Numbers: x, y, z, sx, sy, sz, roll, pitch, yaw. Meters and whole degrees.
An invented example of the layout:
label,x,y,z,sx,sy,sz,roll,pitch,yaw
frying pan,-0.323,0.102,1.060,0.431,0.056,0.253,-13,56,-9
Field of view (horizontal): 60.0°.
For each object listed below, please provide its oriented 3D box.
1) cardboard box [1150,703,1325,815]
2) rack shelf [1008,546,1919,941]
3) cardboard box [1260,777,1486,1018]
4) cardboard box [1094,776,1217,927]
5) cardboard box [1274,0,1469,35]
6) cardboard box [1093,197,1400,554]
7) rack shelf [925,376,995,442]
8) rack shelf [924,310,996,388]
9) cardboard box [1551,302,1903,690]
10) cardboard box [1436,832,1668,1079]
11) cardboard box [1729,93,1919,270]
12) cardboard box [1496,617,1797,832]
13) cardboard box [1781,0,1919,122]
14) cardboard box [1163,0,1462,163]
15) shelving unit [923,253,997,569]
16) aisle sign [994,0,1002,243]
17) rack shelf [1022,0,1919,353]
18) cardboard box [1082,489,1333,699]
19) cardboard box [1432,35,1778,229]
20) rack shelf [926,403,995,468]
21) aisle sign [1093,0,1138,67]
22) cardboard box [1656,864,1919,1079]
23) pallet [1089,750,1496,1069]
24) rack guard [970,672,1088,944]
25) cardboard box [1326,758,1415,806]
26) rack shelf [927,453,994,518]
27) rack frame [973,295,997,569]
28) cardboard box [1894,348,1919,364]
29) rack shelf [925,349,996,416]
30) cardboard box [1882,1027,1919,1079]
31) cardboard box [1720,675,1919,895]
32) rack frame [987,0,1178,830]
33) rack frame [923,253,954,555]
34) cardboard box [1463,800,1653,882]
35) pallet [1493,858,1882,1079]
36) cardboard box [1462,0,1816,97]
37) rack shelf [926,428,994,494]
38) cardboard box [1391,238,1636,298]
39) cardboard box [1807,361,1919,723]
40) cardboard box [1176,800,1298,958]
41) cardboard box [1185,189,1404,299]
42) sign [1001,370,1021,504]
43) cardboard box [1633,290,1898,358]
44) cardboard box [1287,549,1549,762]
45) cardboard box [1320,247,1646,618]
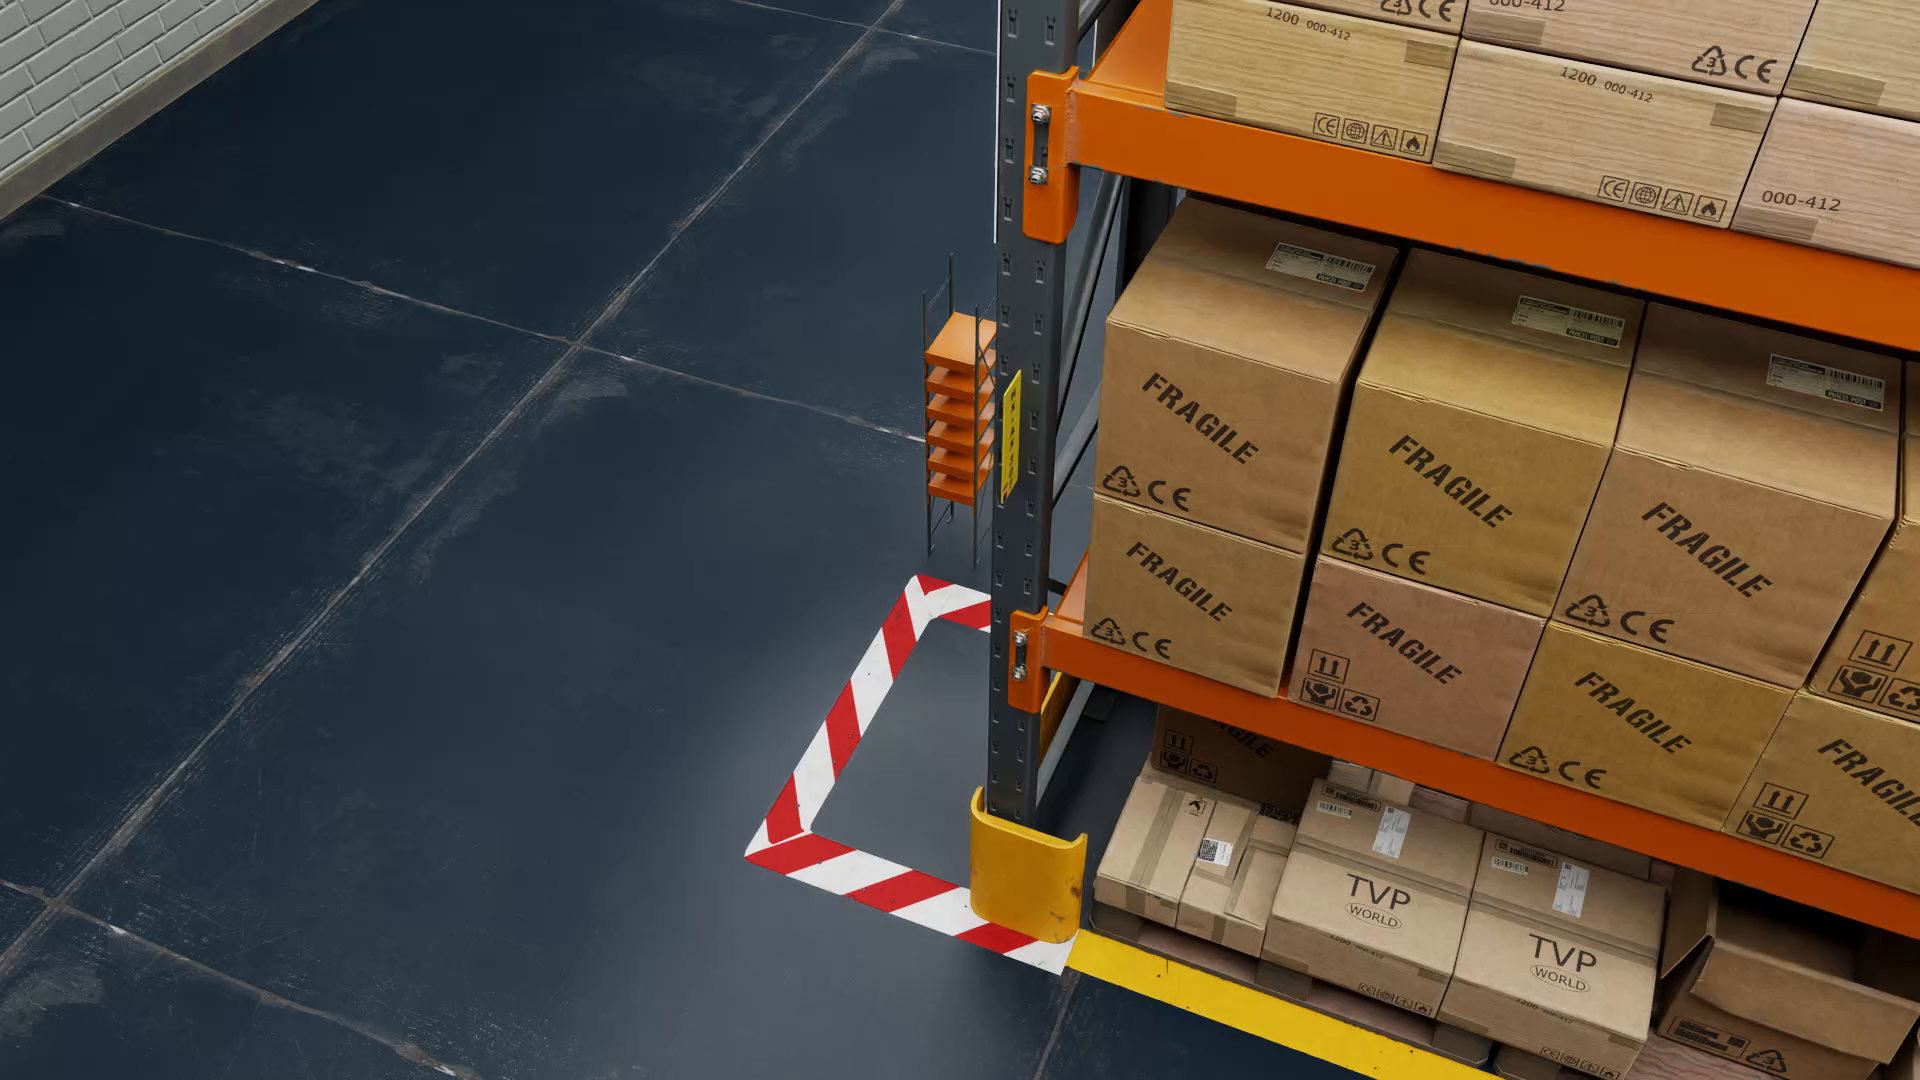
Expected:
label,x,y,z,sx,sy,sz,roll,pitch,yaw
cardboard box,0.921,0.441,5.140,0.500,0.500,0.500,16,47,16
rack shelf,2.170,0.522,4.109,4.000,0.370,1.077,16,47,16
cardboard box,1.179,1.011,4.745,0.500,0.250,0.500,16,47,16
cardboard box,0.579,0.916,4.912,0.250,0.149,0.380,16,47,16
cardboard box,0.698,-1.155,2.909,0.500,0.250,0.500,16,47,16
cardboard box,0.633,-0.374,3.719,0.500,0.500,0.500,18,48,17
rack shelf,0.013,-0.475,5.770,0.180,0.103,0.258,16,47,16
rack shelf,0.013,-0.645,5.600,0.180,0.103,0.258,16,47,16
cardboard box,1.578,-0.098,3.442,0.500,0.500,0.500,17,47,16
cardboard box,1.640,1.146,4.609,0.500,0.250,0.500,16,47,16
cardboard box,1.619,-0.703,2.809,0.500,0.250,0.500,16,47,16
cardboard box,1.573,0.255,3.796,0.500,0.500,0.500,16,47,16
cardboard box,1.621,-0.883,2.636,0.500,0.250,0.500,16,47,16
cardboard box,0.701,-0.981,3.089,0.500,0.250,0.500,16,47,16
shelving unit,0.013,-0.421,5.823,0.189,1.200,0.258,16,47,16
aisle sign,0.149,-1.025,3.311,0.004,0.787,0.394,16,47,16
rack shelf,2.170,-0.541,3.051,4.000,0.370,1.077,16,47,16
cardboard box,0.633,-0.020,4.072,0.500,0.500,0.500,17,47,17
cardboard box,1.157,-0.837,2.944,0.500,0.250,0.500,16,47,16
rack shelf,0.013,-0.390,5.854,0.180,0.103,0.258,16,47,16
aisle sign,0.380,-1.416,3.703,0.004,0.787,0.394,16,47,16
cardboard box,2.280,1.032,4.544,0.637,0.503,0.797,16,47,16
pallet,1.131,0.949,5.147,1.213,0.211,1.003,16,47,16
rack guard,0.395,0.631,5.262,0.348,0.500,1.175,16,47,16
cardboard box,1.260,0.728,5.088,0.250,0.166,0.380,16,47,16
rack shelf,0.013,-0.220,6.023,0.180,0.103,0.258,16,47,16
rack frame,0.098,-0.397,5.798,0.006,1.200,0.240,16,47,16
cardboard box,2.262,-0.310,3.655,0.500,0.500,0.500,18,48,17
rack shelf,0.013,-0.560,5.685,0.180,0.103,0.258,16,47,16
cardboard box,2.689,1.433,4.277,0.500,0.311,0.500,16,47,16
cardboard box,2.034,0.392,3.658,0.500,0.500,0.500,17,47,16
rack frame,0.325,-0.276,4.401,0.127,3.000,1.000,16,47,16
rack frame,-0.071,-0.446,5.848,0.006,1.200,0.240,16,47,16
cardboard box,1.786,0.807,4.949,0.500,0.250,0.500,16,47,16
pallet,2.253,1.281,4.813,1.213,0.211,1.003,16,47,16
cardboard box,1.157,-1.014,2.768,0.500,0.250,0.500,16,47,16
rack shelf,0.013,-0.305,5.939,0.180,0.103,0.258,16,47,16
cardboard box,1.308,-0.588,3.934,0.500,0.500,0.500,18,47,17
cardboard box,2.047,0.039,3.304,0.500,0.500,0.500,16,47,15
cardboard box,0.809,0.977,4.838,0.250,0.166,0.380,16,47,16
cardboard box,0.841,-0.724,4.071,0.500,0.500,0.500,16,47,15
sign,0.116,-0.230,3.741,0.005,0.325,0.100,16,47,16
cardboard box,1.788,-0.450,3.796,0.500,0.500,0.500,18,47,17
cardboard box,1.111,0.117,3.935,0.500,0.500,0.500,16,47,15
cardboard box,1.118,-0.237,3.582,0.500,0.500,0.500,17,47,16
